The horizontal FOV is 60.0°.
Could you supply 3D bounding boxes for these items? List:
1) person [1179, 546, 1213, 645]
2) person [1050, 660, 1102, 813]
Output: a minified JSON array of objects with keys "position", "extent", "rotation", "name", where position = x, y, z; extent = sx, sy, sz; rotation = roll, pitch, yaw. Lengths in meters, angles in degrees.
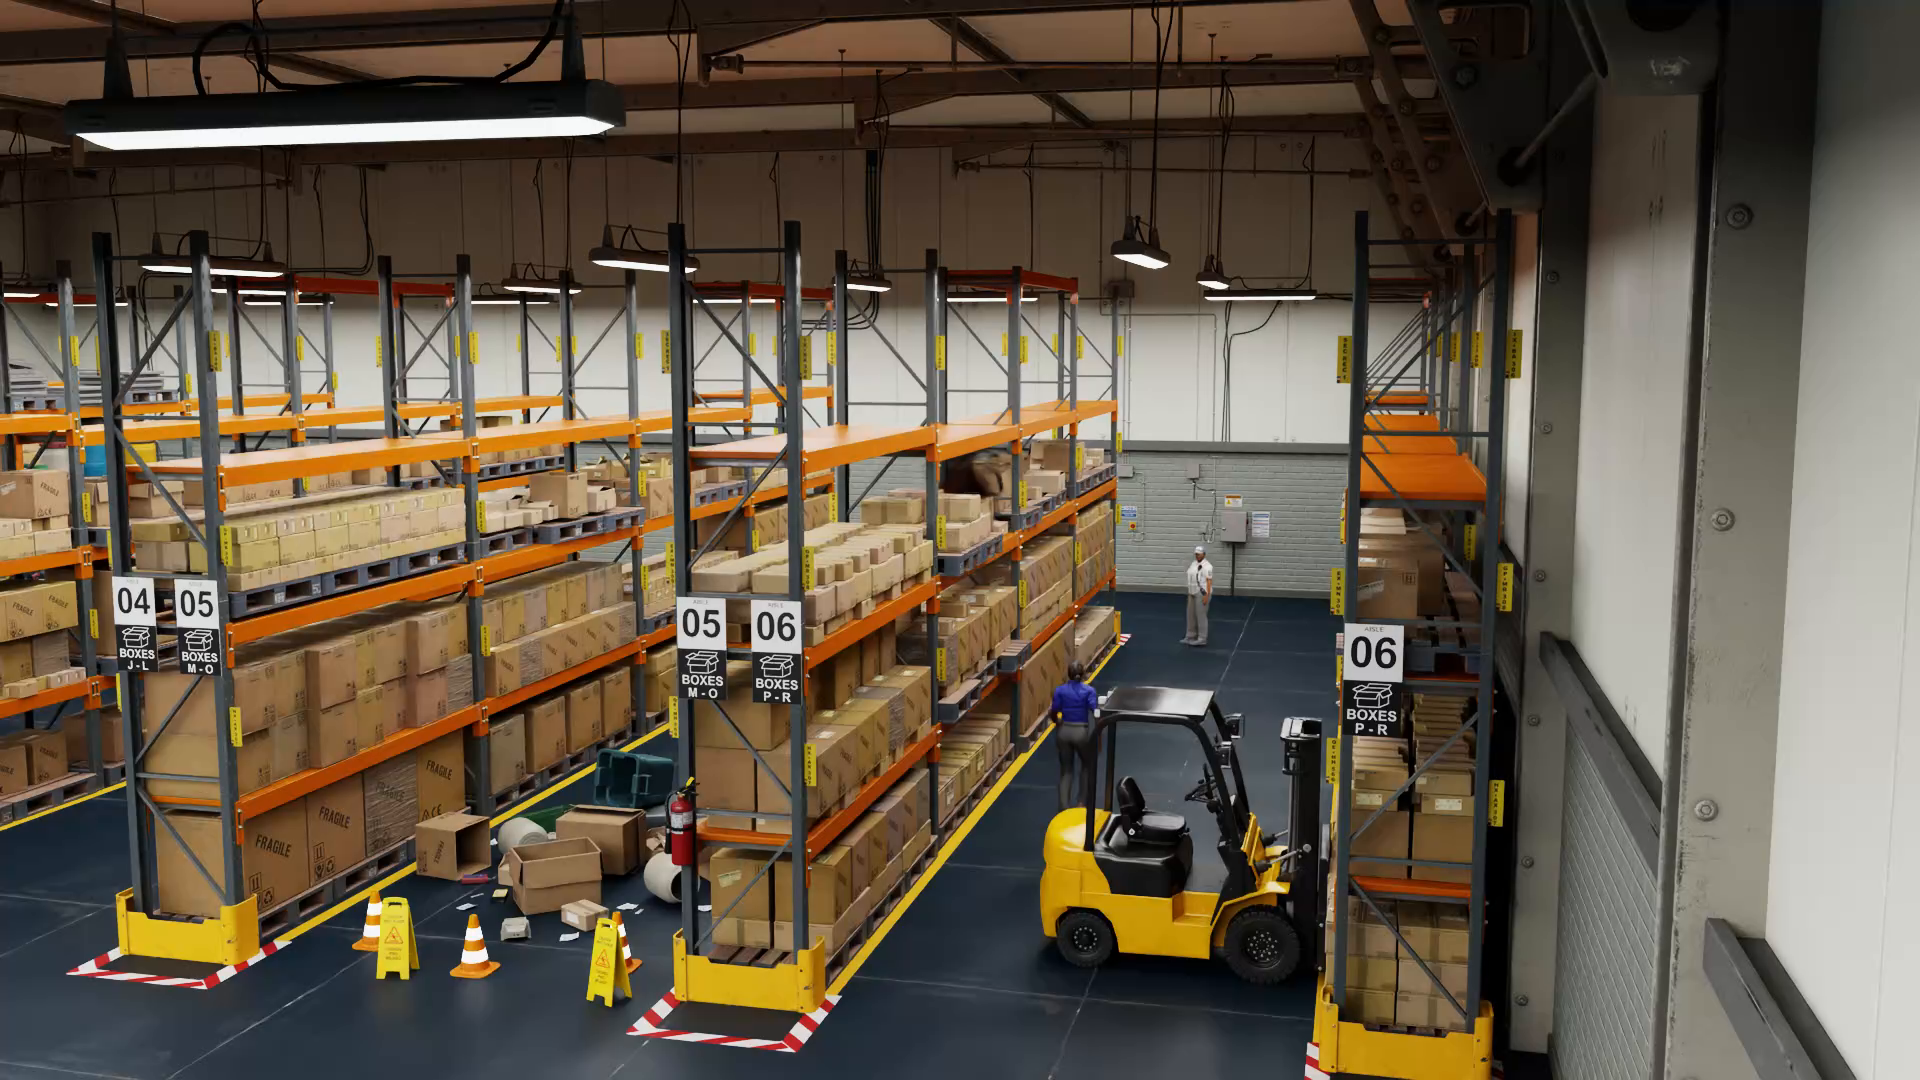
[{"position":[3.994,0.945,28.034],"extent":[0.464,1.696,0.534],"rotation":[-2,7,-15],"name":"person"},{"position":[1.182,2.072,17.039],"extent":[0.569,1.706,0.685],"rotation":[2,7,19],"name":"person"}]
